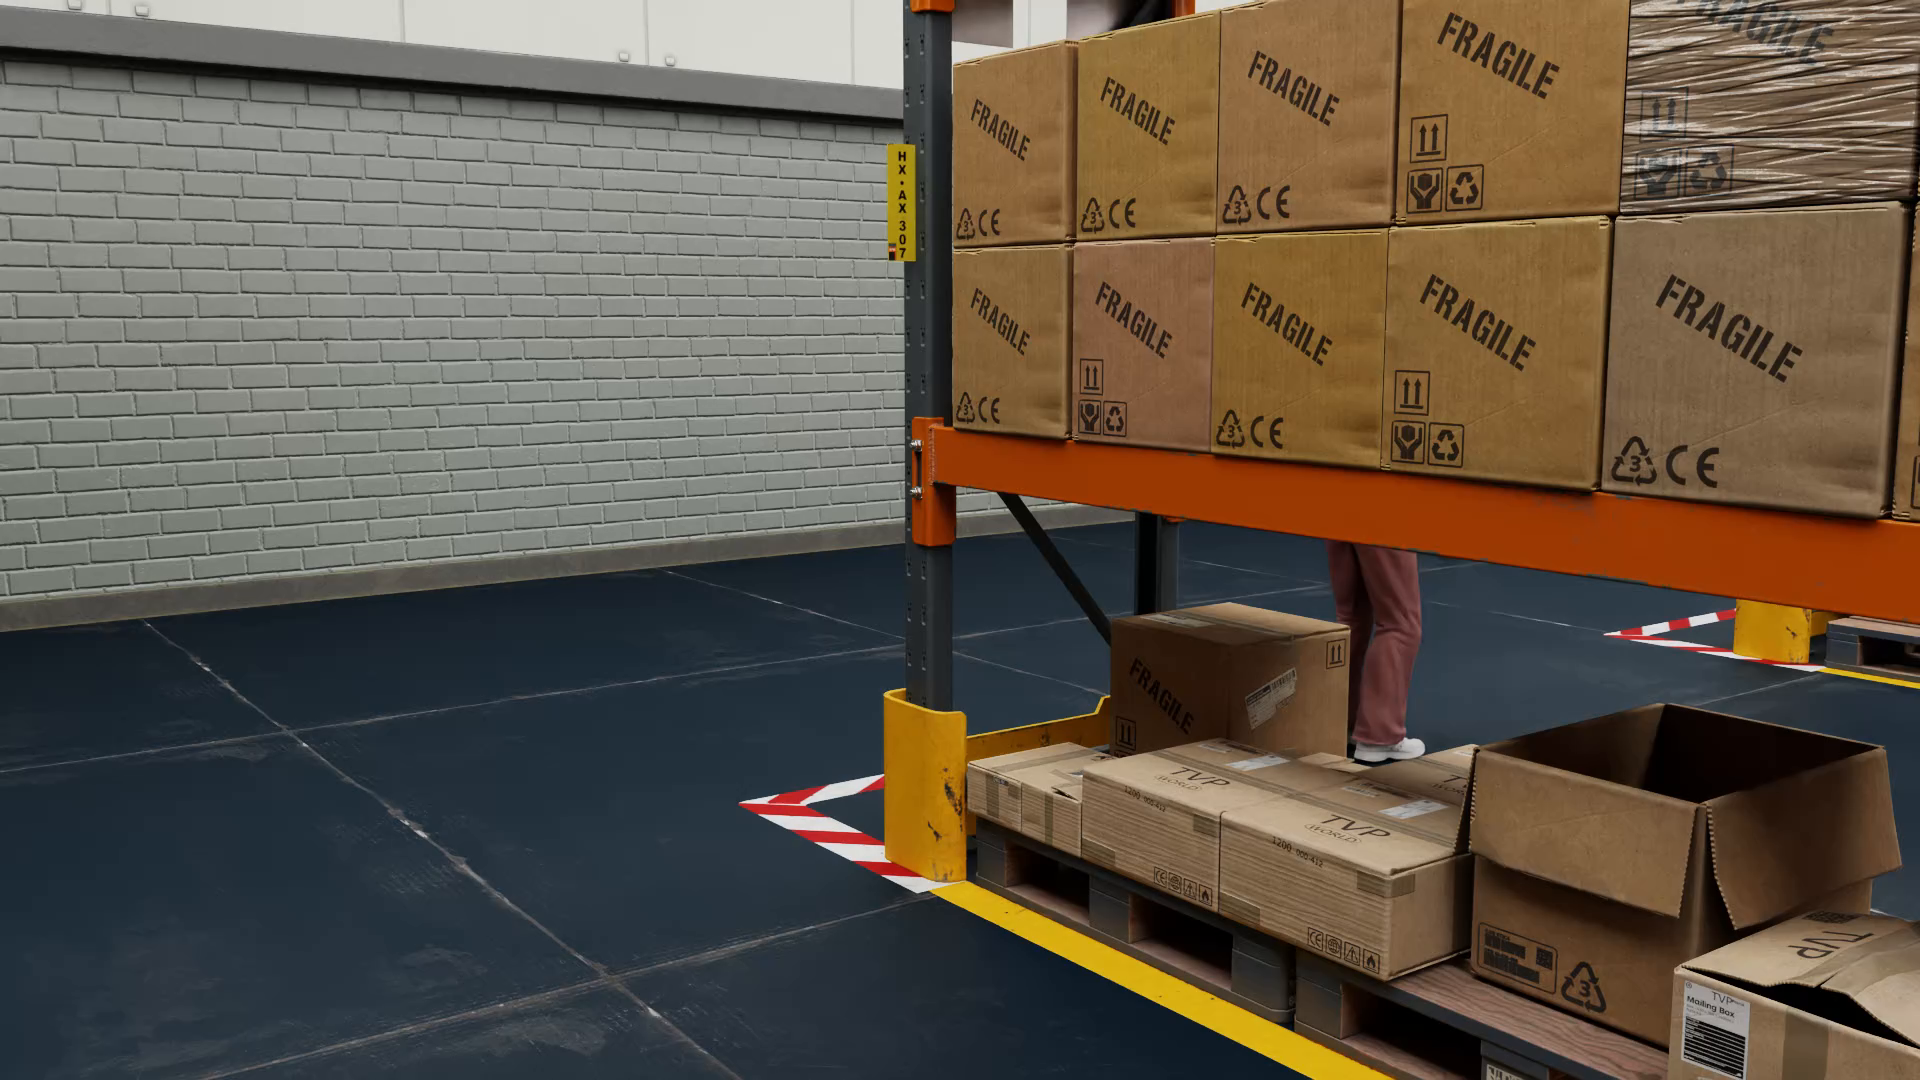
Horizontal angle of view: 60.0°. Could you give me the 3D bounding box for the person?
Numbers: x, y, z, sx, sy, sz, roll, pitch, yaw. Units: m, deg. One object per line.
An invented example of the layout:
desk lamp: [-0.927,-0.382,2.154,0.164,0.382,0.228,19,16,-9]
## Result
person: [1.570,-0.042,6.154,0.558,1.663,0.428,-4,9,-28]
